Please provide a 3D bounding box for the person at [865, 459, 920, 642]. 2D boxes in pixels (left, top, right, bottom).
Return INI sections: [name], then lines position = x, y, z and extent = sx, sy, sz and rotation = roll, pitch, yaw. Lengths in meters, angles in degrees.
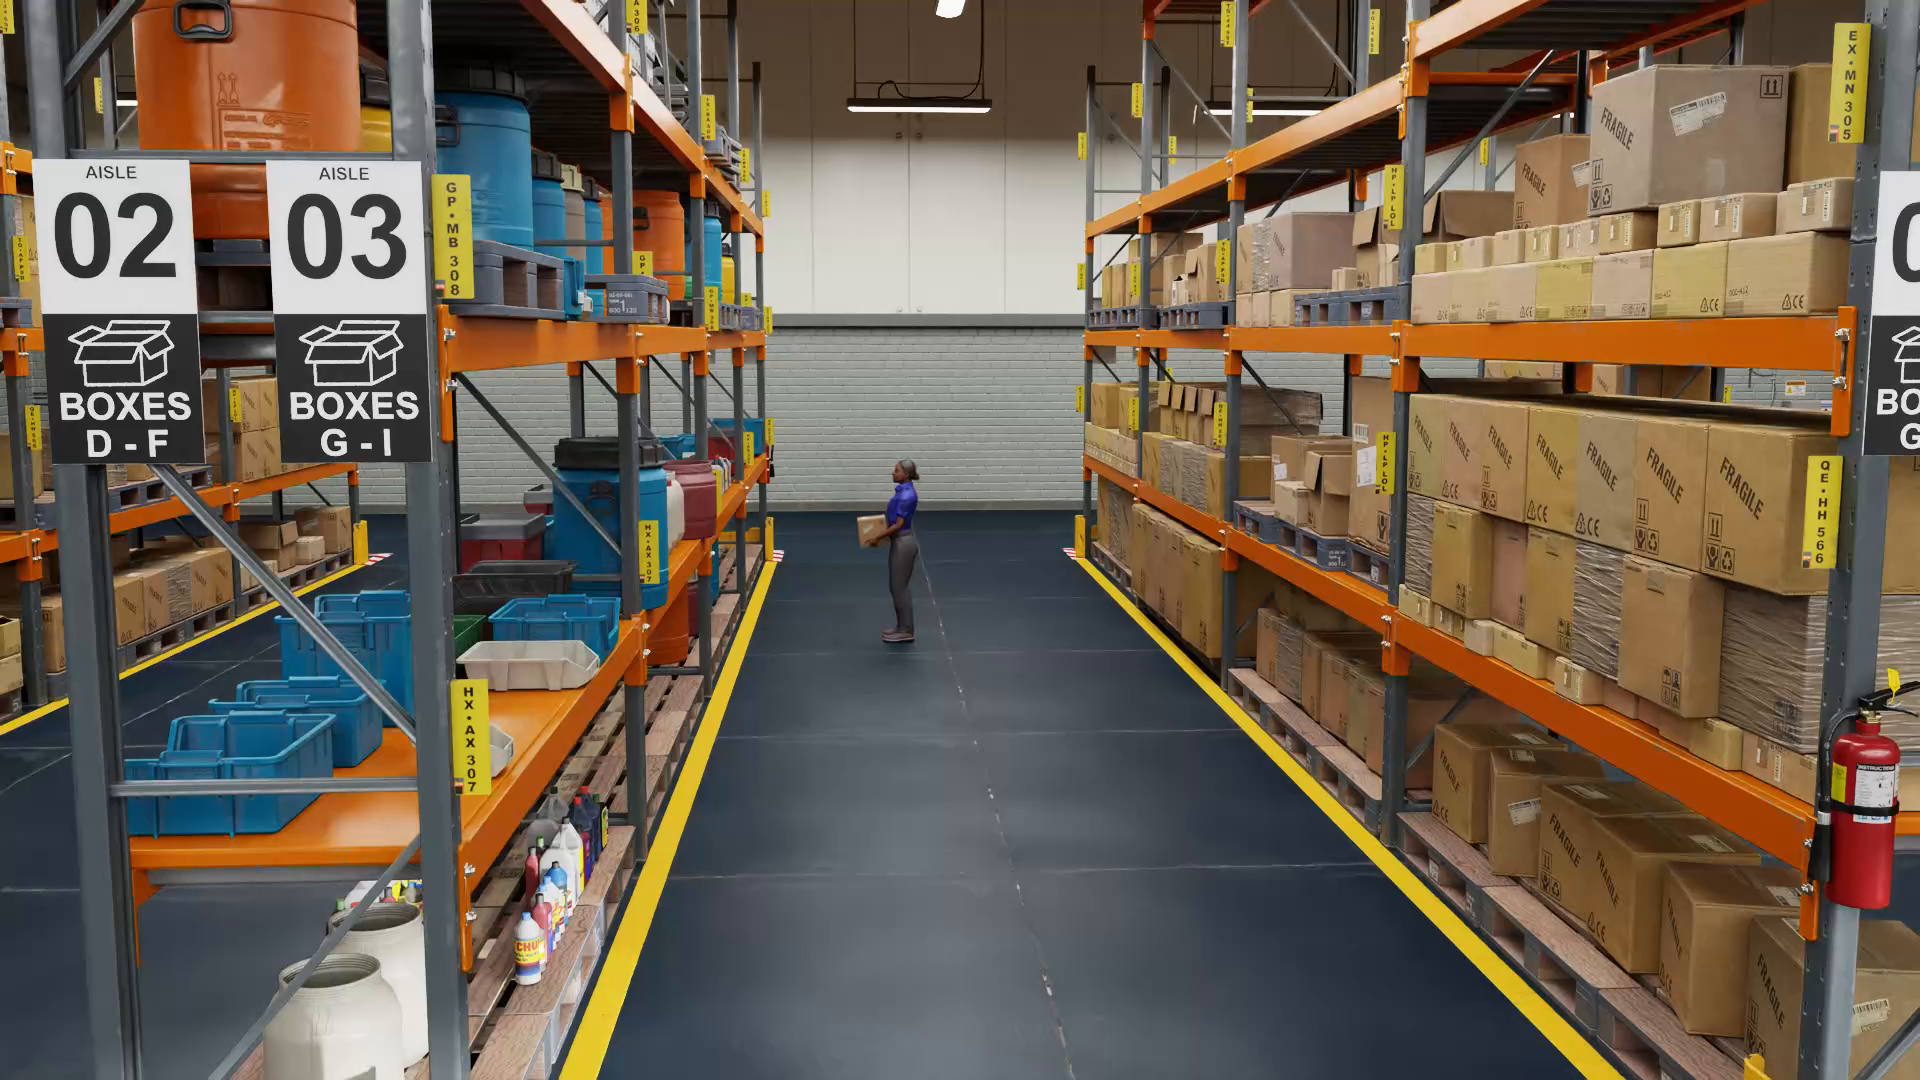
[person]
position = -0.616, 0.086, 15.084
extent = 0.509, 1.651, 0.455
rotation = 0, 7, -4
